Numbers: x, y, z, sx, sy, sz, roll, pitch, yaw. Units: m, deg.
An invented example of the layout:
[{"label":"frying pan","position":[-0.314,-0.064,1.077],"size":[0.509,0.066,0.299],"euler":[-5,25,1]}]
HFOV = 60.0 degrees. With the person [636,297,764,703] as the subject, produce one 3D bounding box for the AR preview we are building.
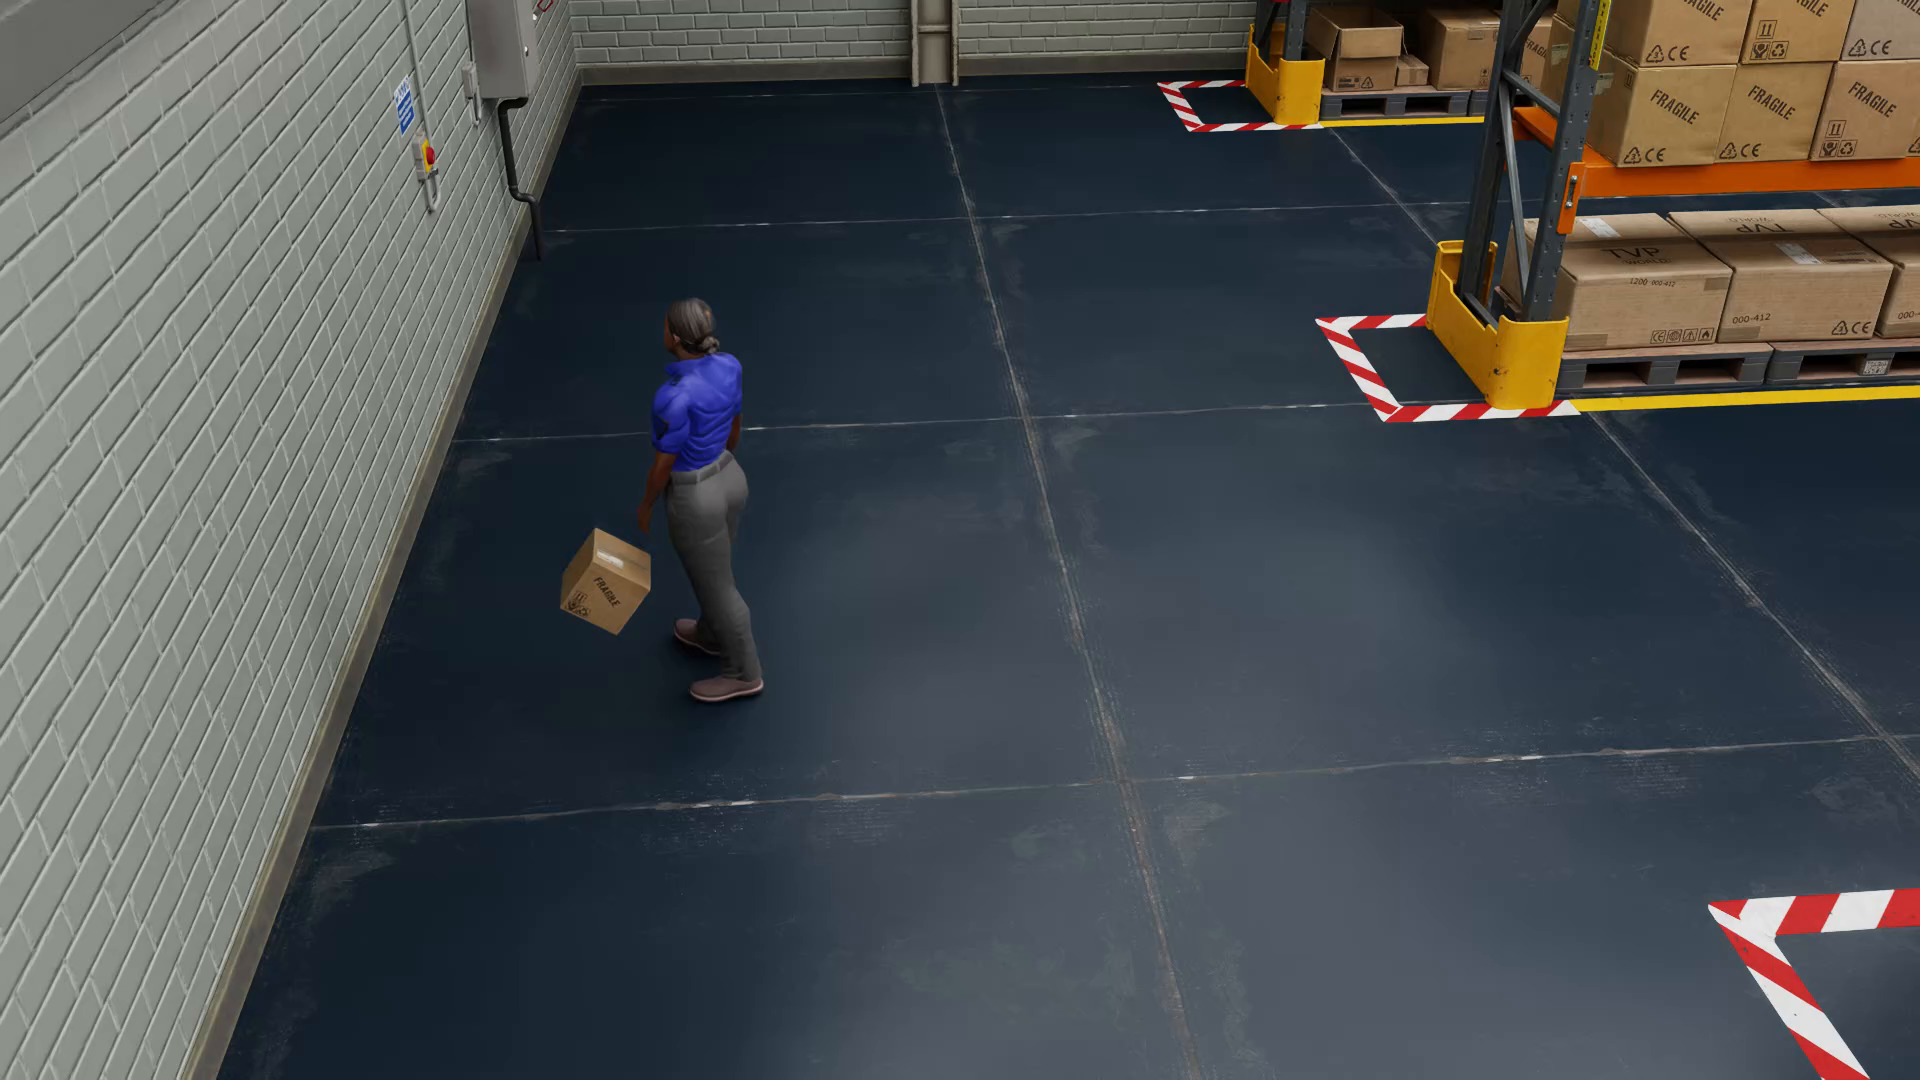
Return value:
[{"label":"person","position":[-1.019,-0.181,6.429],"size":[0.577,1.652,0.546],"euler":[15,34,23]}]
